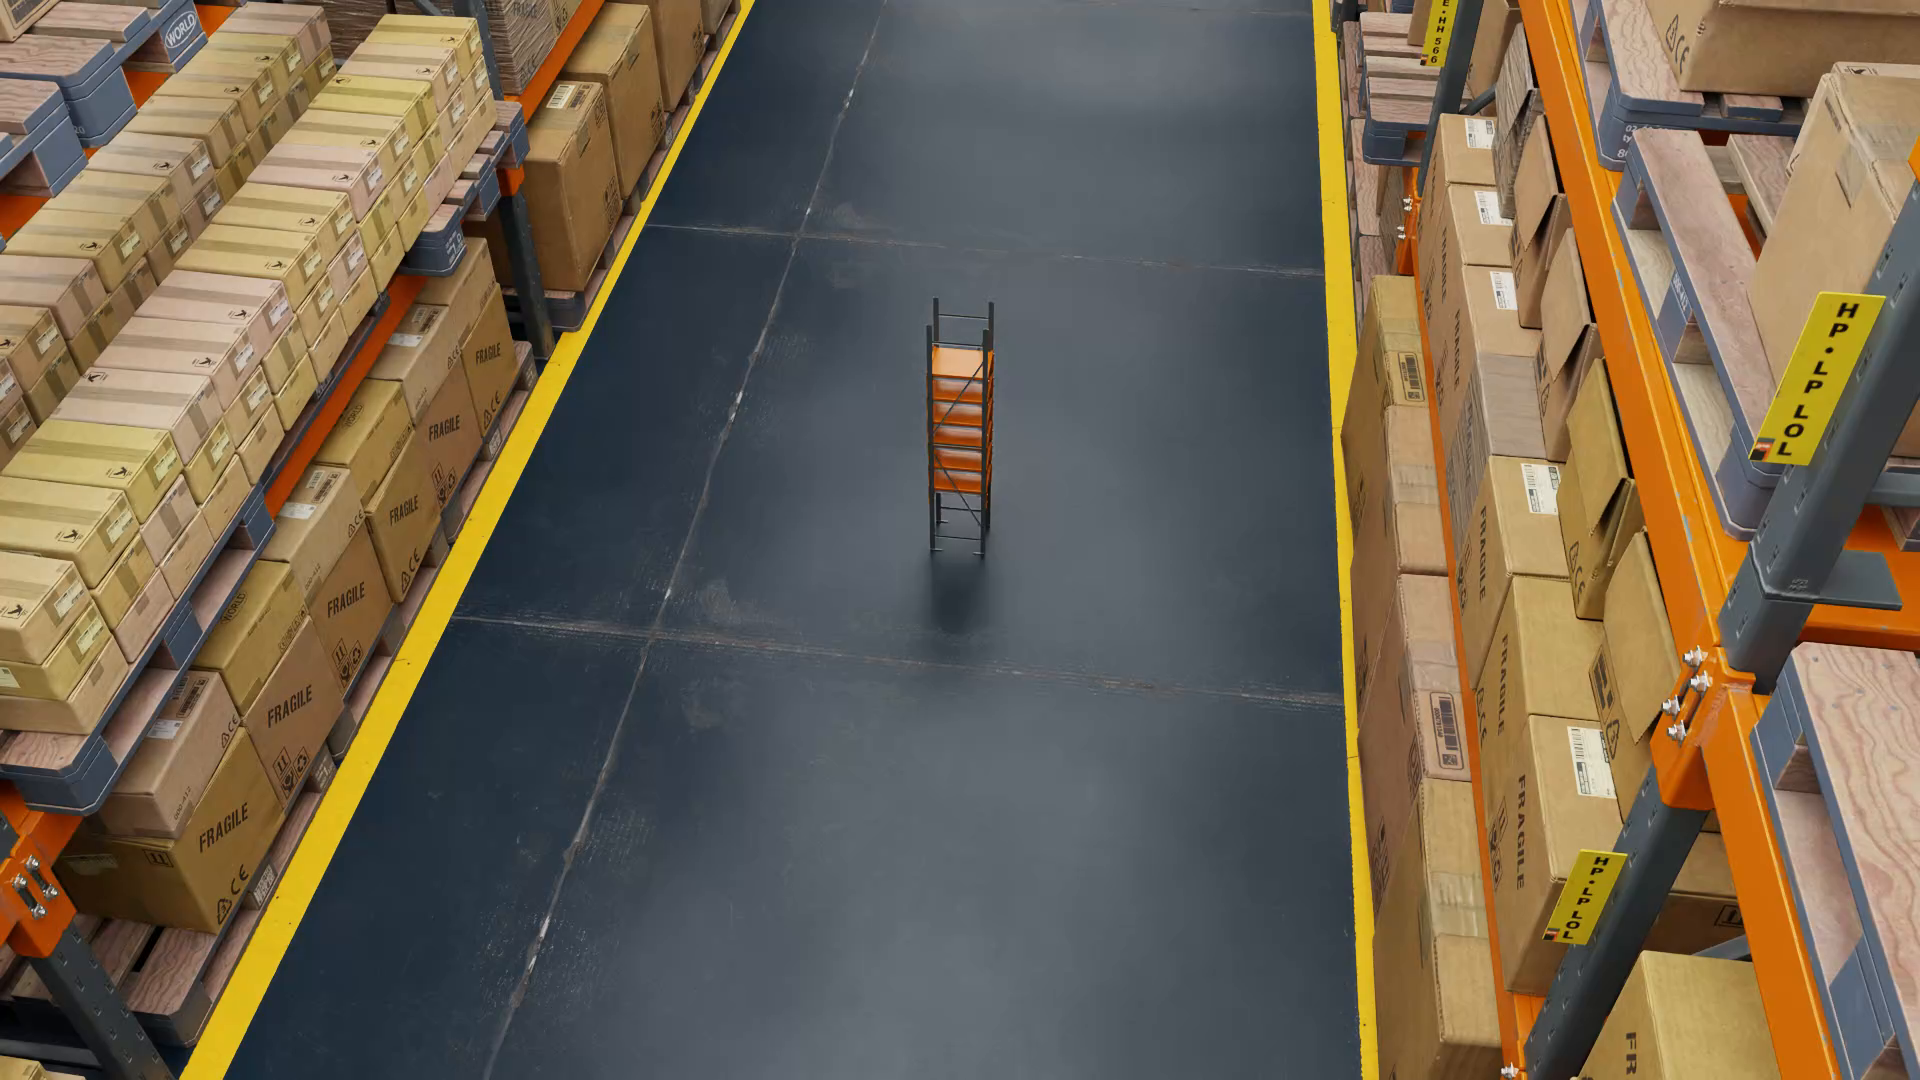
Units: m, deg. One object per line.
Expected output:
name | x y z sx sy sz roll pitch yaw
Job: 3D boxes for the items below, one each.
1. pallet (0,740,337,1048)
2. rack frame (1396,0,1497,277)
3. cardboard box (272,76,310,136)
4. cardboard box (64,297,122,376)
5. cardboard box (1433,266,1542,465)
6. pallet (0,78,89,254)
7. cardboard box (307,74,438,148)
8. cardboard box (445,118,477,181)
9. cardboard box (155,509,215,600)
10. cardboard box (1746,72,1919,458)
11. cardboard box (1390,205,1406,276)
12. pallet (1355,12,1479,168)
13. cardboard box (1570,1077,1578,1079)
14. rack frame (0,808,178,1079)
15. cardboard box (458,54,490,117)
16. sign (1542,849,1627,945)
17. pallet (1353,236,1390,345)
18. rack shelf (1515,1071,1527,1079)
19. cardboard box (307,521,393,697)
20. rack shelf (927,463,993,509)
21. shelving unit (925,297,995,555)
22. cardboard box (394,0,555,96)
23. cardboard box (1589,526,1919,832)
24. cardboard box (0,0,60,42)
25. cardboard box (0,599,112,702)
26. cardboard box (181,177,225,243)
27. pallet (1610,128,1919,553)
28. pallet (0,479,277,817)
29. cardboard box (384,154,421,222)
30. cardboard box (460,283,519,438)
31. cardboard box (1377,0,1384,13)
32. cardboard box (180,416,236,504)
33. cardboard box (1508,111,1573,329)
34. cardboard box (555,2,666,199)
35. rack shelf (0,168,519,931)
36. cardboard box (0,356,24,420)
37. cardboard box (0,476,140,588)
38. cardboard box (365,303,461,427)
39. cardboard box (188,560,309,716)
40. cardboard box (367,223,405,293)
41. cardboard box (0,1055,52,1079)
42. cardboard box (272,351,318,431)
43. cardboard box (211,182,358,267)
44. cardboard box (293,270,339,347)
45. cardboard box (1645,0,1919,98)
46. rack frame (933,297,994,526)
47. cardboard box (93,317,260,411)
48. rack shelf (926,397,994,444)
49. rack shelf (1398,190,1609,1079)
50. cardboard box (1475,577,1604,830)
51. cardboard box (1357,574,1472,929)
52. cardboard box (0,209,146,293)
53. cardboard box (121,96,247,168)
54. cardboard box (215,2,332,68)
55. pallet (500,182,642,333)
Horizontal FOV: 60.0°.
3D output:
pallet | -2.944 1.153 5.901 1.003 0.211 1.213 5 44 6
rack frame | 2.386 -1.535 6.712 1.000 3.000 0.127 5 44 6
cardboard box | -2.813 -1.728 6.576 0.380 0.149 0.250 7 44 8
cardboard box | -3.018 -0.686 5.476 0.380 0.149 0.250 5 44 6
cardboard box | 1.922 -0.564 5.613 0.500 0.500 0.500 5 44 5
pallet | -2.858 -0.761 3.849 1.213 0.211 1.003 5 44 6
cardboard box | -2.197 -1.607 6.232 0.380 0.149 0.250 6 44 7
cardboard box | -2.161 -1.569 6.625 0.380 0.149 0.250 5 44 5
cardboard box | -2.470 0.024 4.943 0.380 0.149 0.250 6 44 6
cardboard box | 1.924 -0.483 3.041 0.700 0.500 0.500 6 44 7
cardboard box | 2.455 -1.246 7.904 0.700 0.500 0.500 3 44 3
pallet | 2.375 -1.961 7.301 1.213 0.211 1.003 5 44 6
cardboard box | 1.536 1.434 3.469 0.500 0.250 0.500 5 44 5
rack frame | -3.042 0.671 4.381 0.949 2.616 0.053 5 44 6
cardboard box | -2.131 -1.846 6.701 0.380 0.149 0.250 6 44 6
sign | 1.318 0.756 3.507 0.100 0.325 0.005 5 44 6
pallet | 2.491 -1.055 8.233 1.003 0.211 1.213 5 44 6
rack shelf | 1.593 2.815 2.641 1.077 0.370 4.000 5 44 6
cardboard box | -2.561 0.228 6.363 0.500 0.500 0.500 6 44 6
rack shelf | 0.002 -0.239 7.066 0.258 0.103 0.180 5 44 6
shelving unit | 0.002 -0.446 6.870 0.258 1.200 0.189 5 44 6
cardboard box | -2.190 -2.373 7.524 0.500 0.500 0.500 6 44 6
cardboard box | 1.934 0.354 3.914 0.797 0.503 0.637 4 44 4
cardboard box | -2.711 -1.649 4.270 0.797 0.503 0.637 5 44 5
cardboard box | -2.538 0.275 4.461 0.380 0.149 0.250 6 44 6
cardboard box | -2.912 -1.204 6.023 0.380 0.149 0.250 5 44 6
pallet | 1.930 -0.458 3.532 0.805 0.209 1.217 4 44 4
pallet | -2.800 0.233 4.984 1.003 0.211 1.213 5 44 6
cardboard box | -2.230 -1.314 6.139 0.380 0.149 0.250 5 44 6
cardboard box | -2.345 -0.827 7.477 0.500 0.500 0.500 5 44 5
cardboard box | 2.731 -2.774 9.518 0.700 0.500 0.500 5 44 5
cardboard box | -2.438 -0.255 5.021 0.380 0.149 0.250 4 44 4
cardboard box | 2.185 -0.995 5.339 0.797 0.503 0.637 6 44 6
cardboard box | -2.235 -2.393 8.949 1.050 0.750 0.750 6 44 6
rack shelf | -2.781 -0.431 6.069 1.077 0.370 4.000 5 44 6
cardboard box | -3.081 -0.436 4.995 0.380 0.149 0.250 5 44 5
cardboard box | -2.507 -0.023 4.560 0.380 0.149 0.250 6 44 7
cardboard box | -2.403 -0.737 6.836 0.500 0.250 0.500 6 44 6
cardboard box | -2.618 0.311 5.729 0.500 0.250 0.500 6 44 7
cardboard box | -2.265 -1.041 6.067 0.380 0.149 0.250 3 44 4
cardboard box | -2.835 1.604 4.732 0.380 0.149 0.250 6 44 7
cardboard box | -2.370 -0.507 5.503 0.380 0.149 0.250 5 44 5
cardboard box | -2.300 -1.075 5.671 0.380 0.149 0.250 7 44 8
cardboard box | -2.333 -0.791 5.587 0.380 0.149 0.250 4 44 5
cardboard box | 2.137 -1.420 4.028 0.797 0.503 0.637 5 44 5
rack frame | 0.014 -0.508 6.936 0.240 1.200 0.006 5 44 6
cardboard box | -2.402 -0.542 5.108 0.380 0.149 0.250 5 44 5
rack shelf | 0.002 -0.500 6.818 0.258 0.103 0.180 5 44 6
rack shelf | 2.122 0.089 5.520 1.077 0.370 4.000 5 44 6
cardboard box | 1.721 0.474 4.517 0.500 0.500 0.500 7 44 7
cardboard box | 2.040 0.763 5.525 1.225 0.875 0.875 4 44 4
cardboard box | -2.979 -0.969 5.559 0.380 0.149 0.250 5 44 5
cardboard box | -2.875 -1.504 6.124 0.380 0.149 0.250 4 44 4
cardboard box | -2.770 -2.032 6.681 0.380 0.149 0.250 5 44 6
pallet | -2.338 -1.573 8.780 1.003 0.211 1.213 5 44 6
